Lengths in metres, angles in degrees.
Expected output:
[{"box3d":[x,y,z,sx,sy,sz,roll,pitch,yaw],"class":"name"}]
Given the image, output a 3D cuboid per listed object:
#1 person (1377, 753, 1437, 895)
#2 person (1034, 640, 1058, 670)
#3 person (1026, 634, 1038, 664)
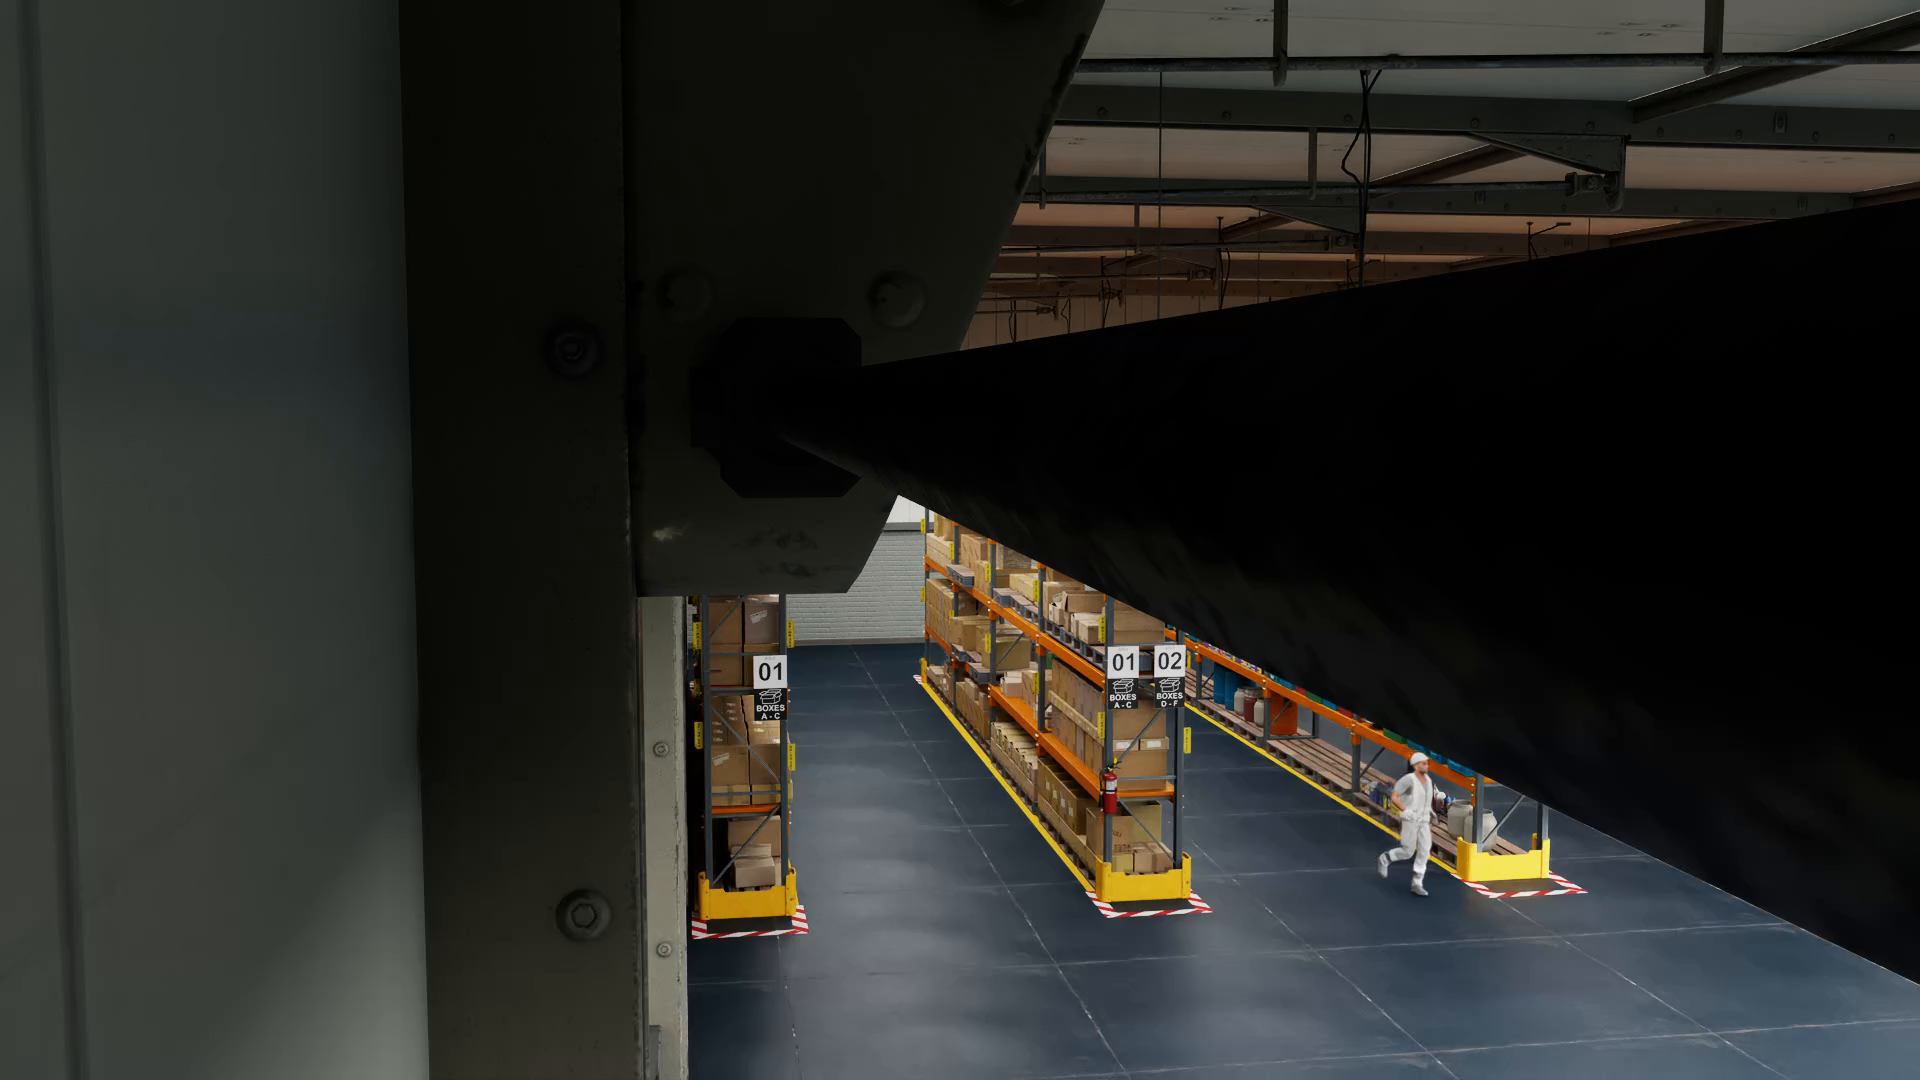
[{"box3d":[5.834,3.590,21.277,0.707,1.735,0.865,-3,6,-30],"class":"person"},{"box3d":[1.939,2.376,34.793,0.648,1.749,0.652,-1,5,-15],"class":"person"},{"box3d":[1.660,2.329,36.183,0.647,1.626,0.873,-3,6,-27],"class":"person"}]
